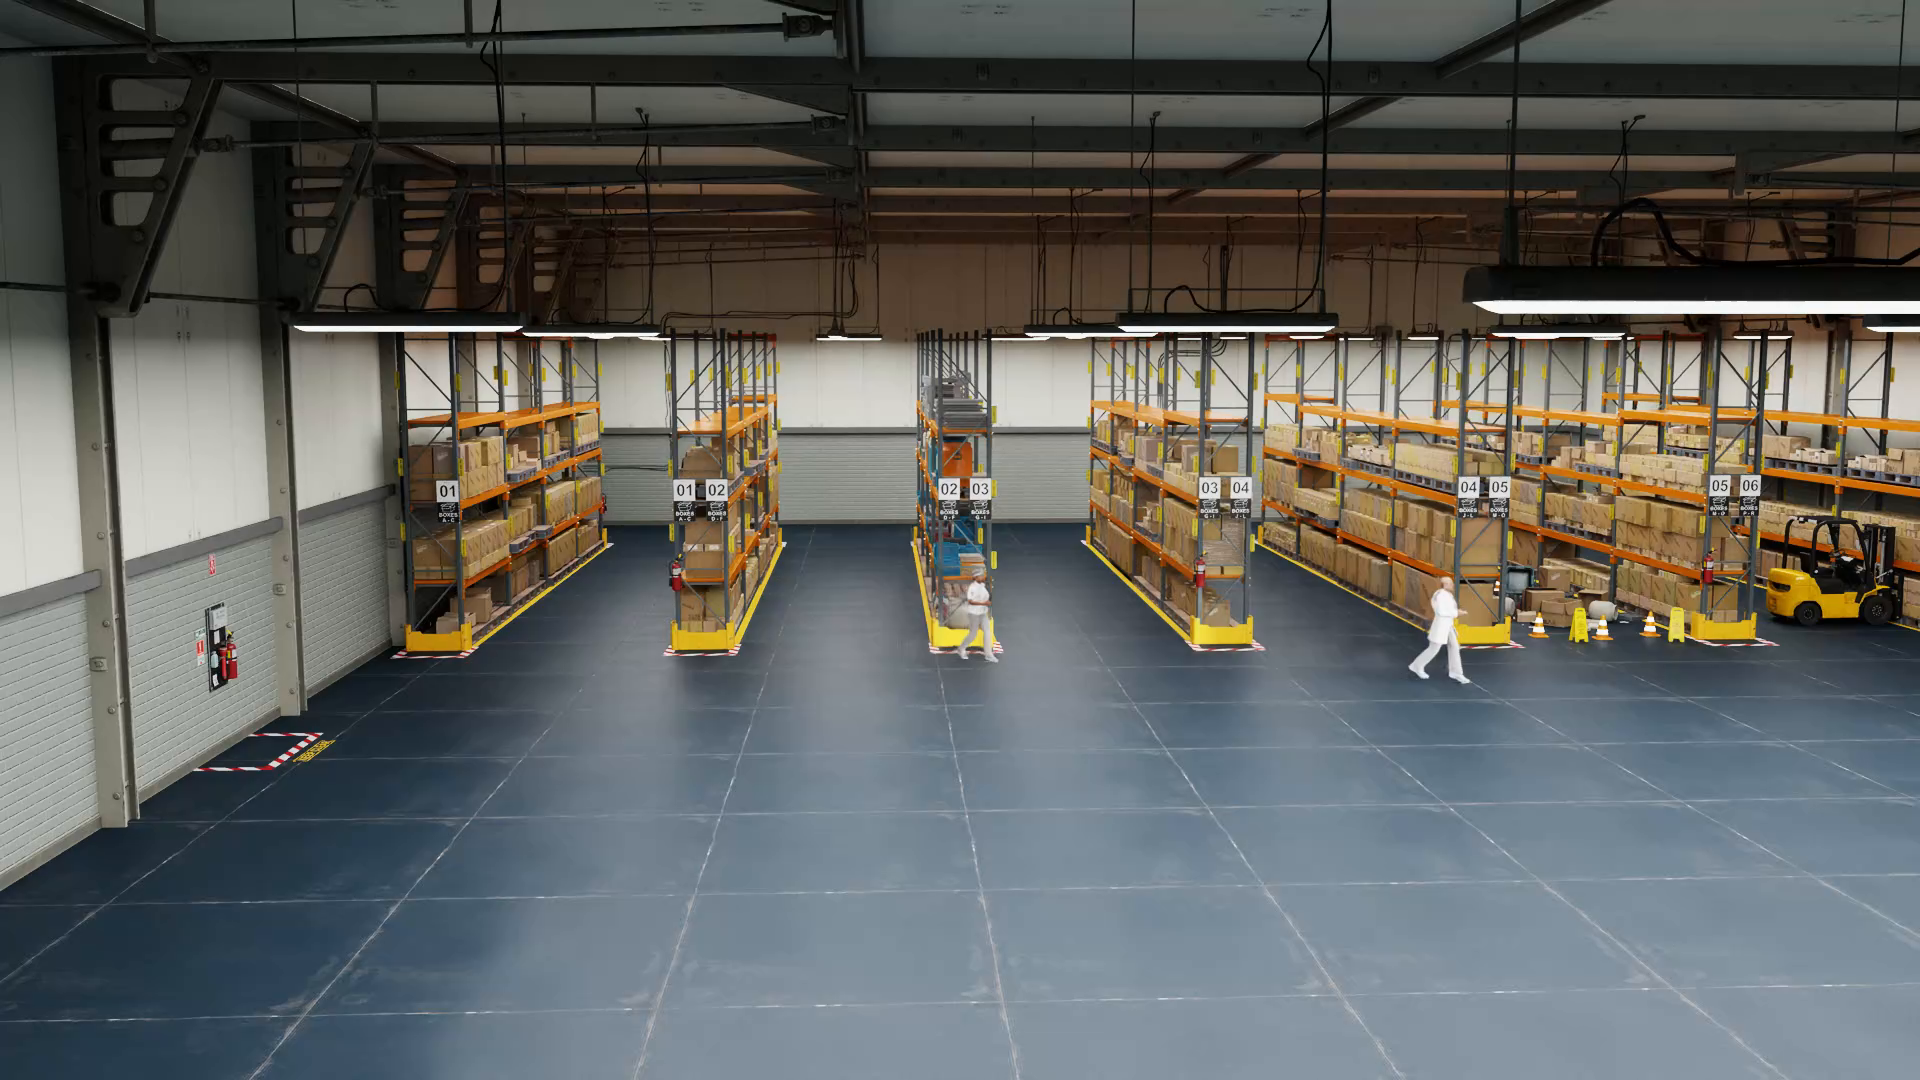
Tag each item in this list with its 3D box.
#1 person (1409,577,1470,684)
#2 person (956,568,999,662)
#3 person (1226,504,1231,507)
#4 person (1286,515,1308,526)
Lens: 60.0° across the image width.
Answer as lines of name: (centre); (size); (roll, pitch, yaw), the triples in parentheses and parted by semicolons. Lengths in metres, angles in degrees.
person: (8.147, 1.510, 28.187); (1.001, 1.805, 0.638); (4, 8, 31)
person: (0.323, 1.337, 29.930); (0.855, 1.689, 0.589); (5, 8, 35)
person: (7.453, -0.540, 46.412); (0.609, 1.615, 0.554); (1, 7, 4)
person: (9.936, -0.936, 49.126); (0.988, 1.807, 0.729); (0, 7, 0)
